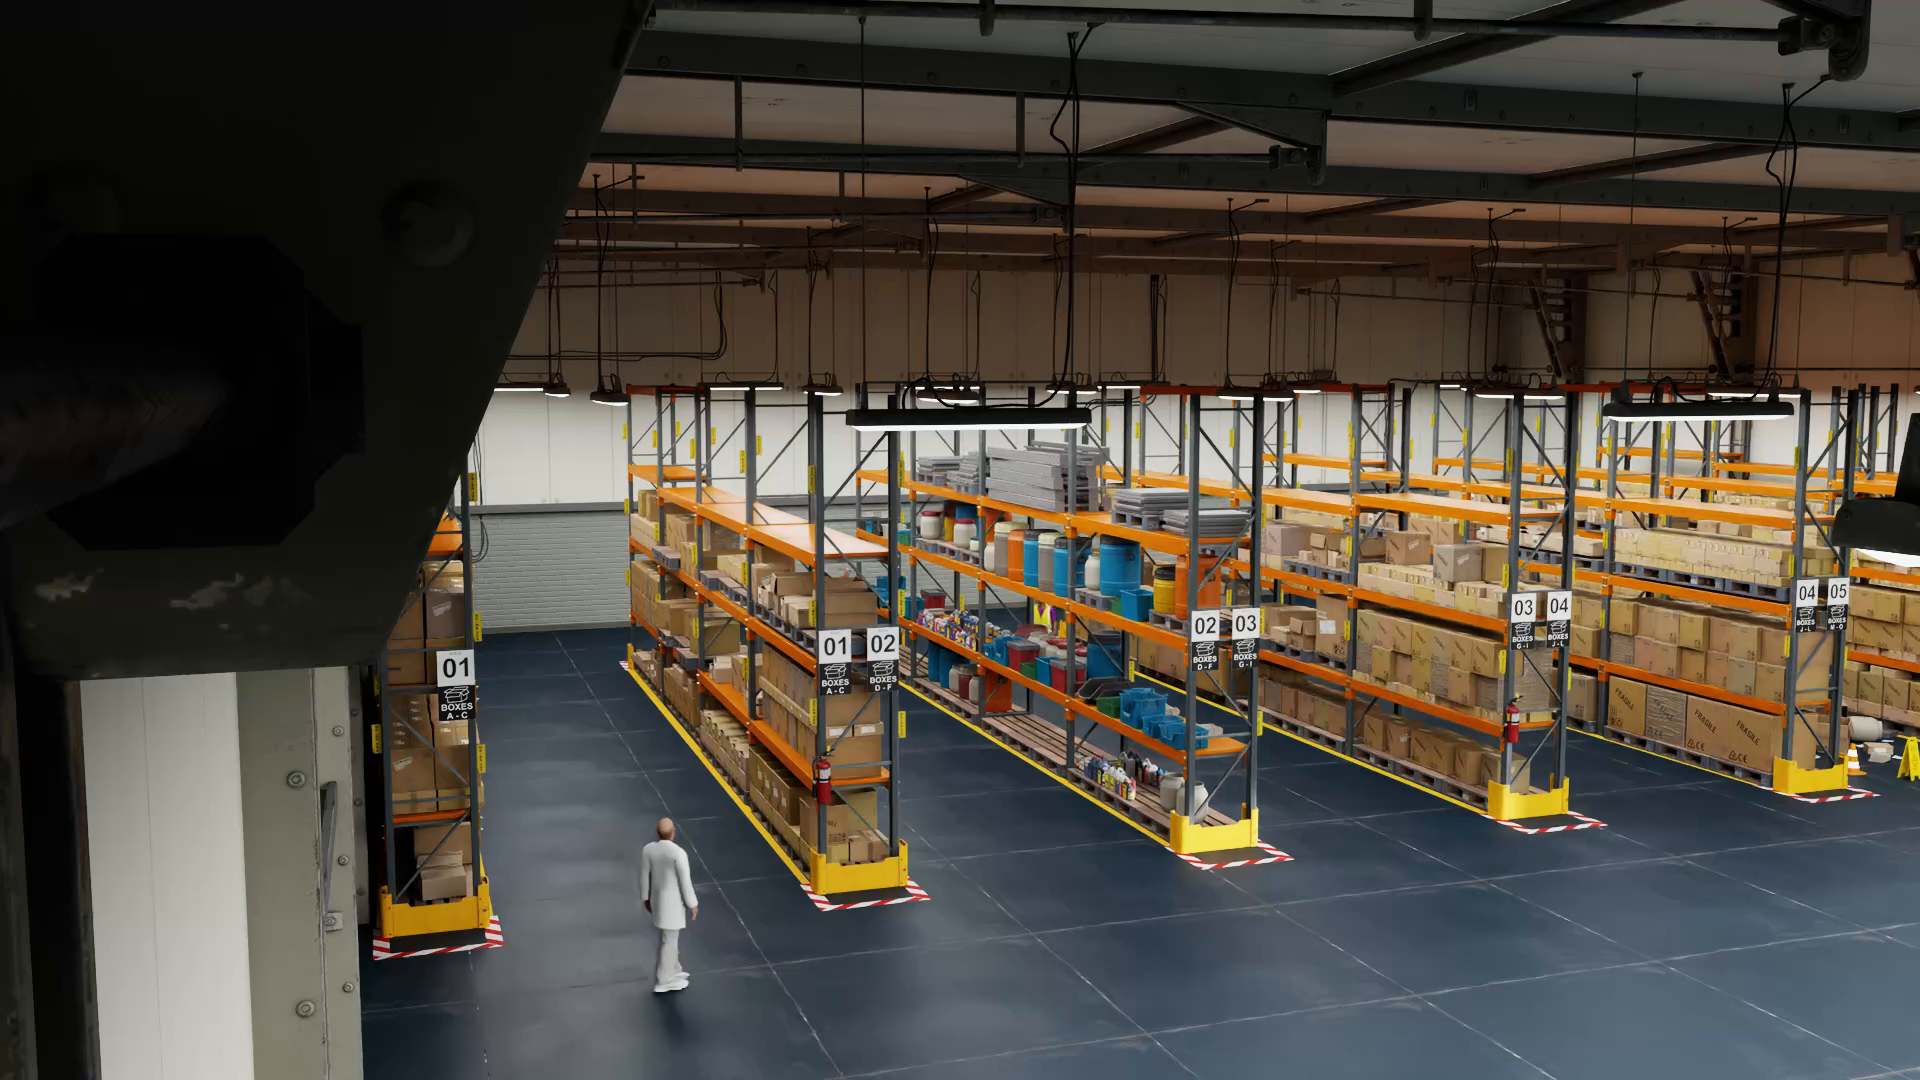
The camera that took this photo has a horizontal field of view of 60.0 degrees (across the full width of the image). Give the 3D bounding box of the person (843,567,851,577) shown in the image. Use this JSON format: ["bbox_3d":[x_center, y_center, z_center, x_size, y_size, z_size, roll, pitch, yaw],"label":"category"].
[{"bbox_3d":[-2.667,1.475,38.687,0.643,1.701,0.563,2,6,19],"label":"person"}]

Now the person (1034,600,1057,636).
[{"bbox_3d":[1.658,1.888,33.229,0.554,1.701,1.054,-2,6,-20],"label":"person"}]

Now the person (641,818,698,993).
[{"bbox_3d":[-2.915,3.717,16.992,0.562,1.818,0.620,-5,8,-40],"label":"person"}]
